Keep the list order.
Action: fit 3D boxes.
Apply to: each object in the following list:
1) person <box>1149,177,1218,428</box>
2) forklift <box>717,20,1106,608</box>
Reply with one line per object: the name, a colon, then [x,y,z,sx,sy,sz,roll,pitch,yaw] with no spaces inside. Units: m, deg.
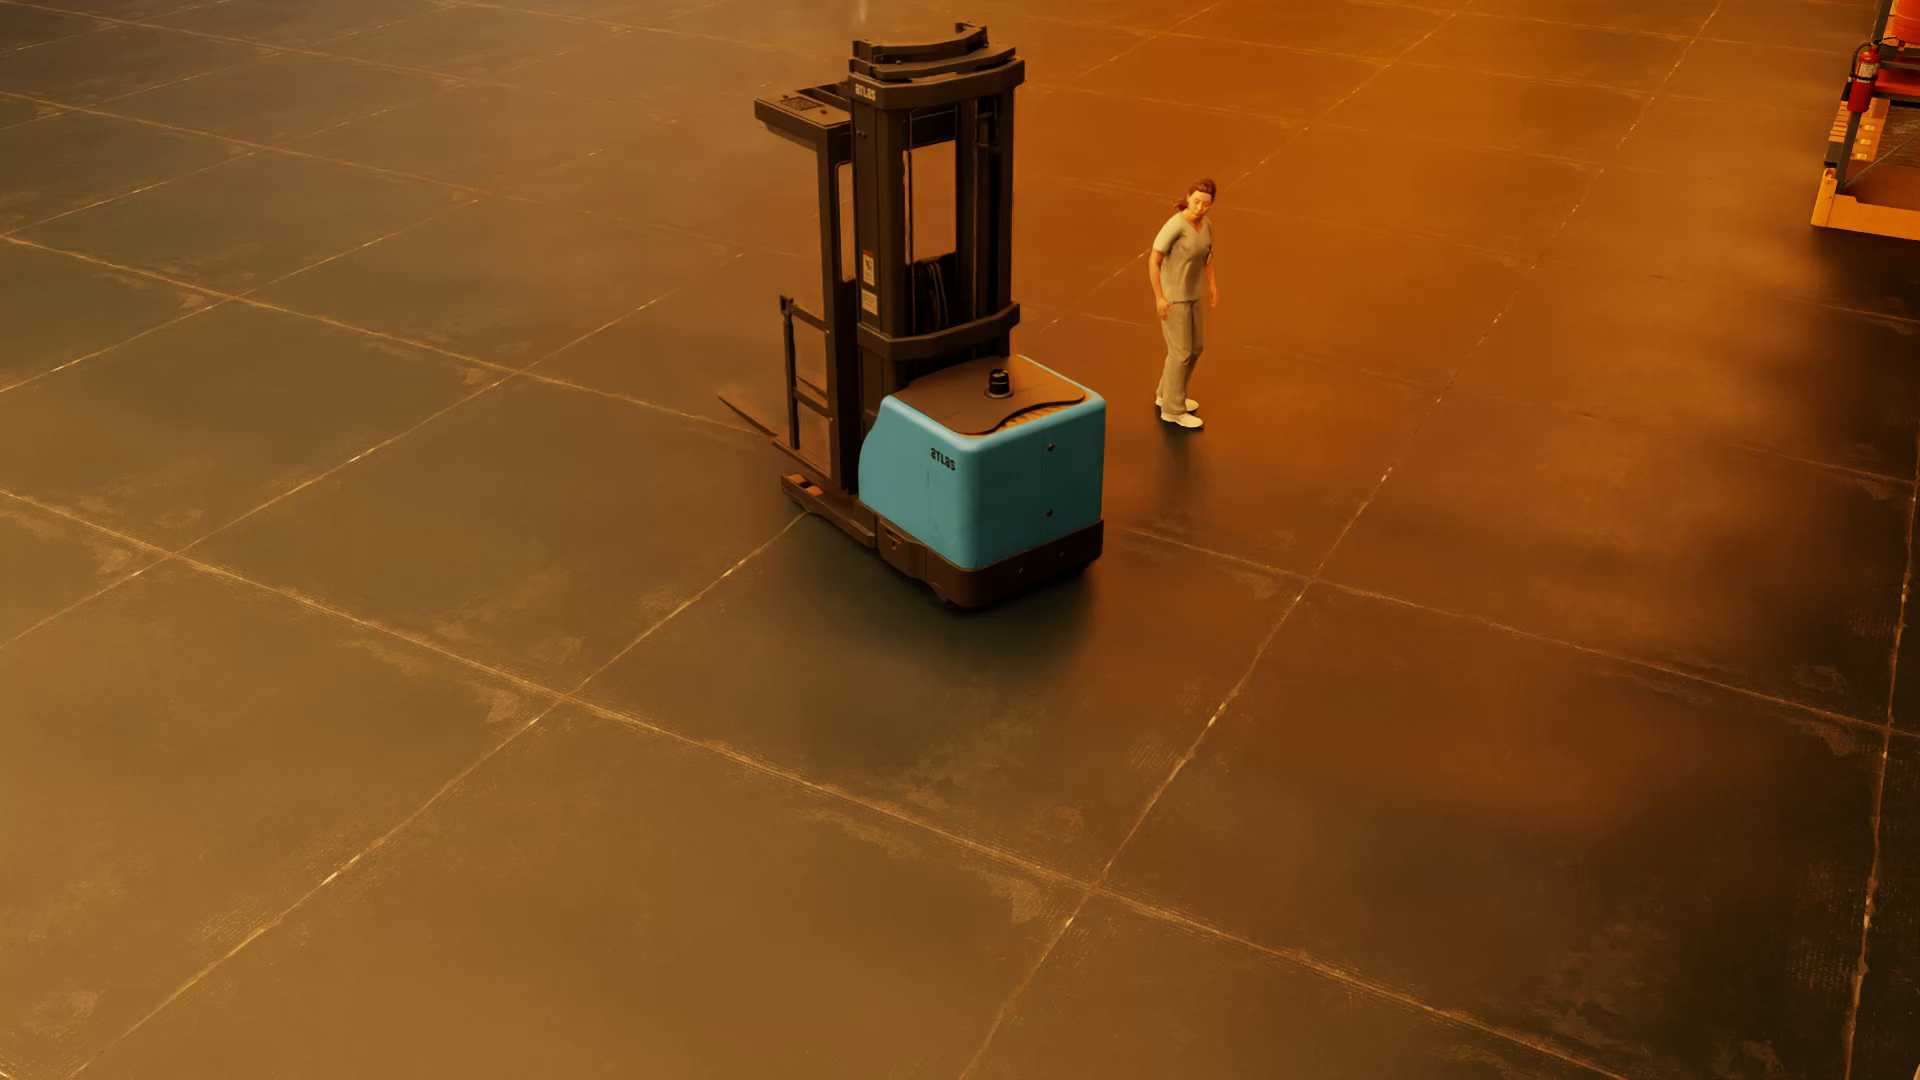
person: [1.541,-1.596,11.112,0.471,1.657,0.633,22,37,33]
forklift: [-0.464,-1.570,9.791,1.130,2.935,3.031,-21,36,-32]
